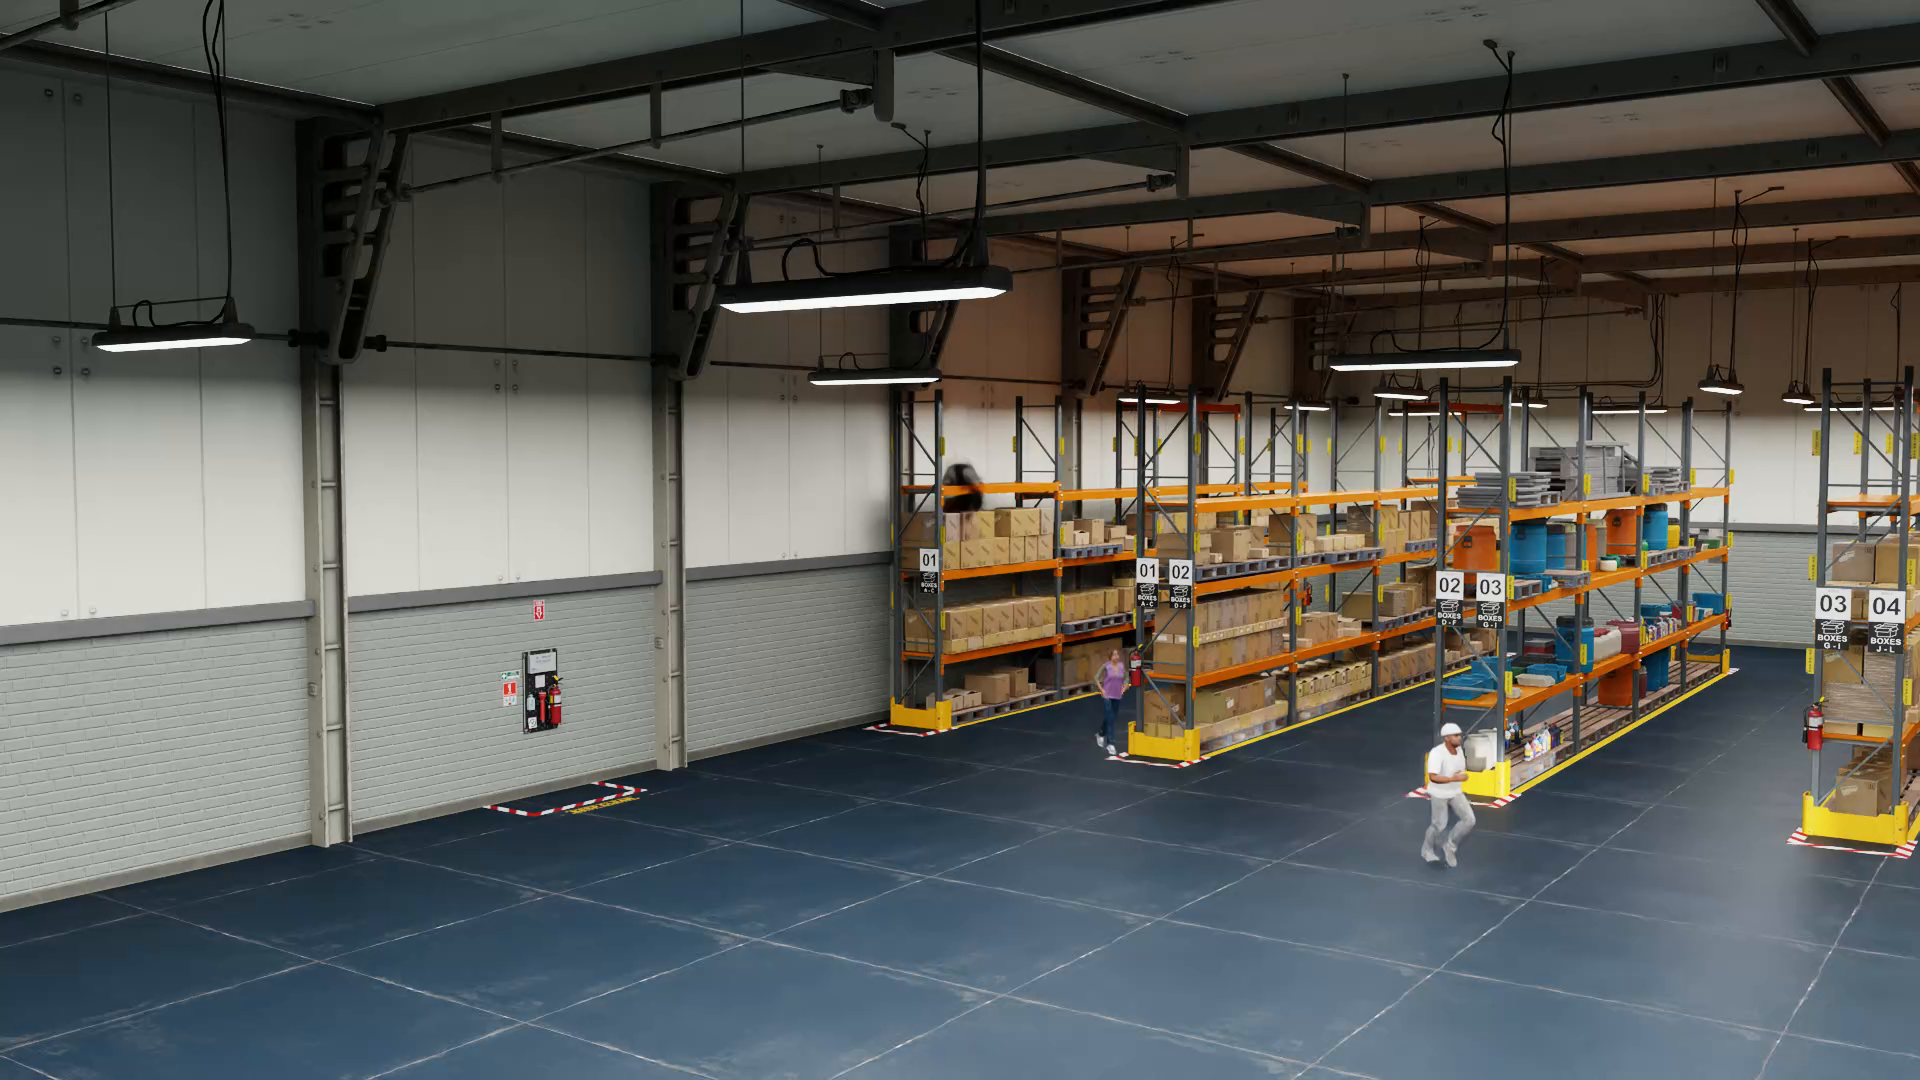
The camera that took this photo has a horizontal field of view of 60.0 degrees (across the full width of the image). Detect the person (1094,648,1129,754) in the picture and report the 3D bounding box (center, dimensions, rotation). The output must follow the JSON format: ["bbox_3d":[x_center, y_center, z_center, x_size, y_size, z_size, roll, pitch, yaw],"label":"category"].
[{"bbox_3d":[2.359,2.474,25.902,0.549,1.623,0.687,-1,3,-22],"label":"person"}]

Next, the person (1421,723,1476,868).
[{"bbox_3d":[5.776,3.010,19.668,0.736,1.731,0.791,-2,4,-33],"label":"person"}]
